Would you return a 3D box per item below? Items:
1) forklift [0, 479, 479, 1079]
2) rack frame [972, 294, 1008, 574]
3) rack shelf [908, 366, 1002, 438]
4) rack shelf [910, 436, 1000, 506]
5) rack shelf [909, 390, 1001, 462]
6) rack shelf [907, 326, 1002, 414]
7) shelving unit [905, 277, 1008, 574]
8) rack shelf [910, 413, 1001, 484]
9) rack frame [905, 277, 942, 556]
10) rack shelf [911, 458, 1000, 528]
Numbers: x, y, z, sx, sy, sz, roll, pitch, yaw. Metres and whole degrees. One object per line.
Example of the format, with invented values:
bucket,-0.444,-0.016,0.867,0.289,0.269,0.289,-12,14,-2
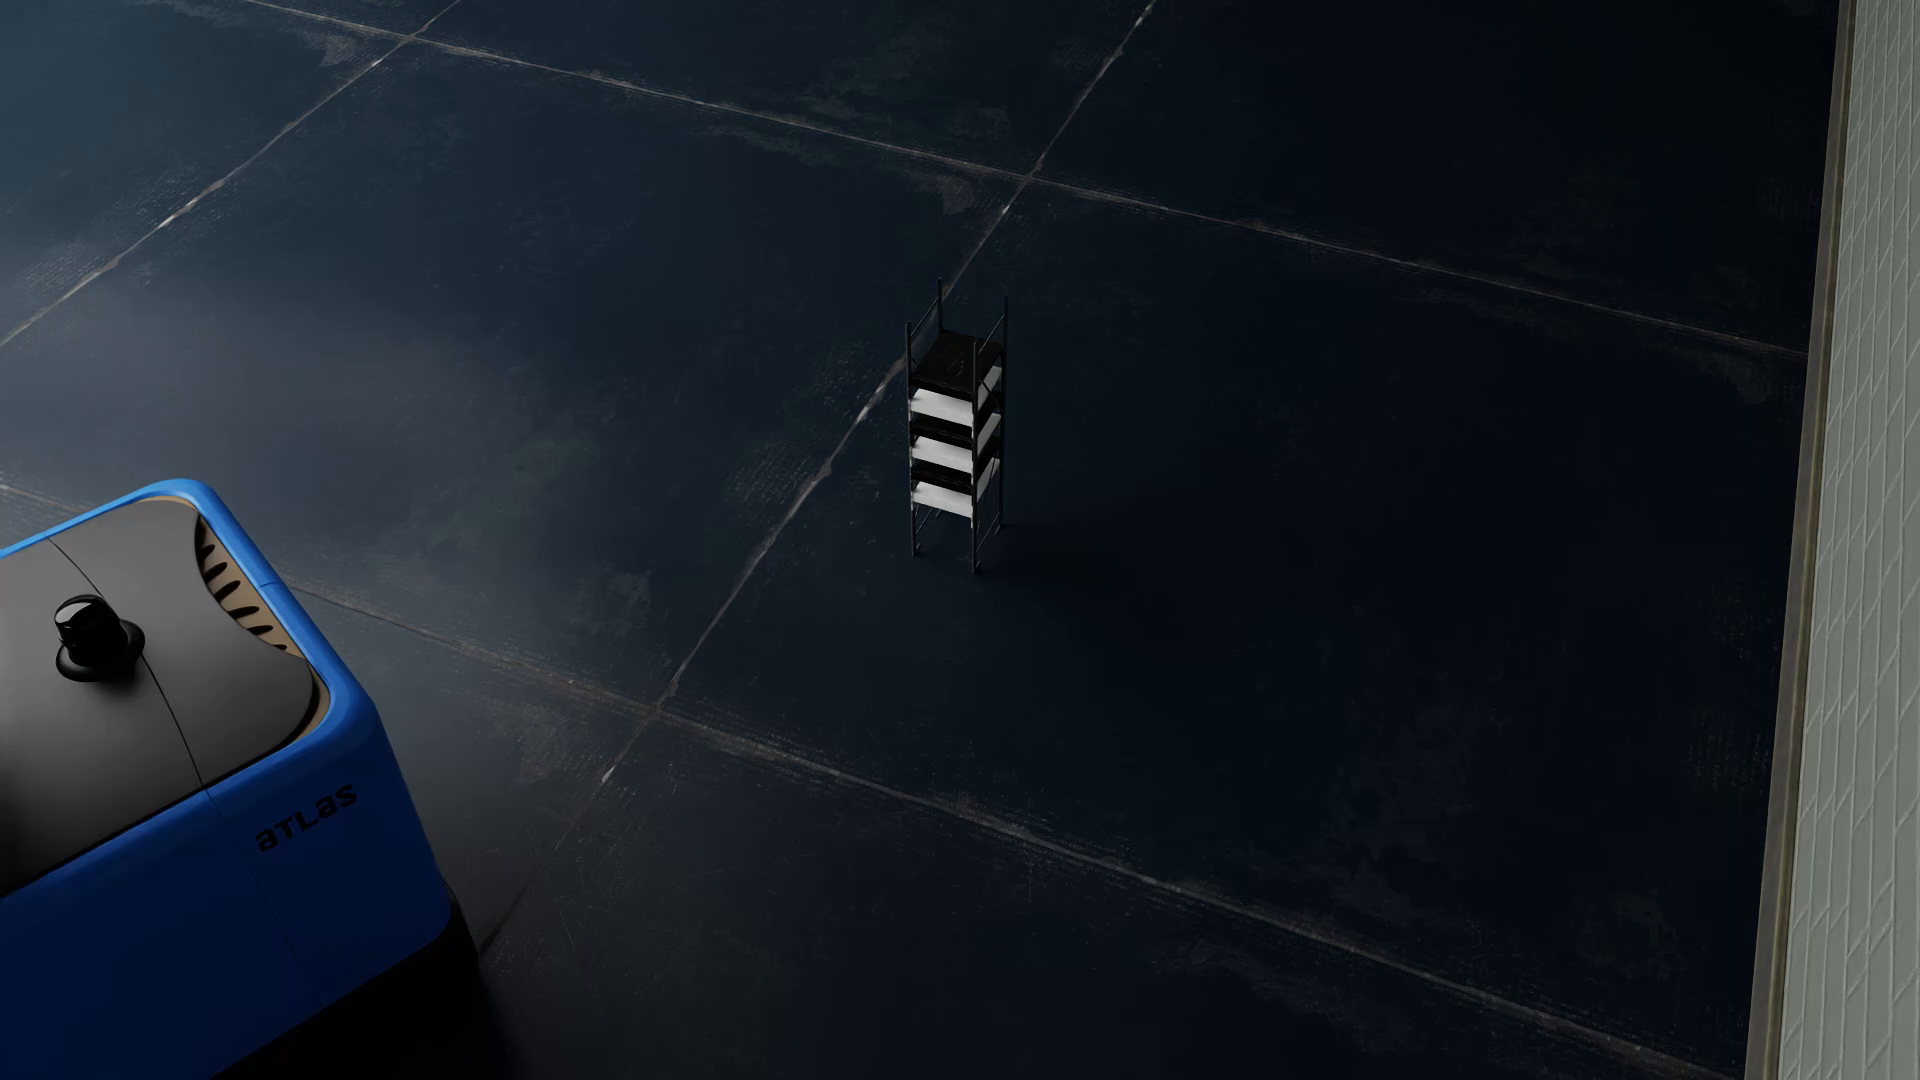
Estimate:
forklift,-2.641,0.478,2.692,3.031,2.935,1.130,-30,52,-27
rack frame,0.086,-0.294,4.907,0.006,0.900,0.240,16,47,16
rack shelf,-0.007,-0.425,4.831,0.200,0.077,0.258,16,47,16
rack shelf,-0.007,-0.234,5.022,0.200,0.077,0.258,16,47,16
rack shelf,-0.007,-0.361,4.895,0.200,0.077,0.258,16,47,16
rack shelf,-0.007,-0.489,4.768,0.200,0.077,0.258,16,47,16
shelving unit,-0.007,-0.321,4.935,0.210,0.900,0.258,16,47,16
rack shelf,-0.007,-0.298,4.958,0.200,0.077,0.258,16,47,16
rack frame,-0.101,-0.349,4.963,0.006,0.900,0.240,16,47,16
rack shelf,-0.007,-0.170,5.085,0.200,0.077,0.258,16,47,16
